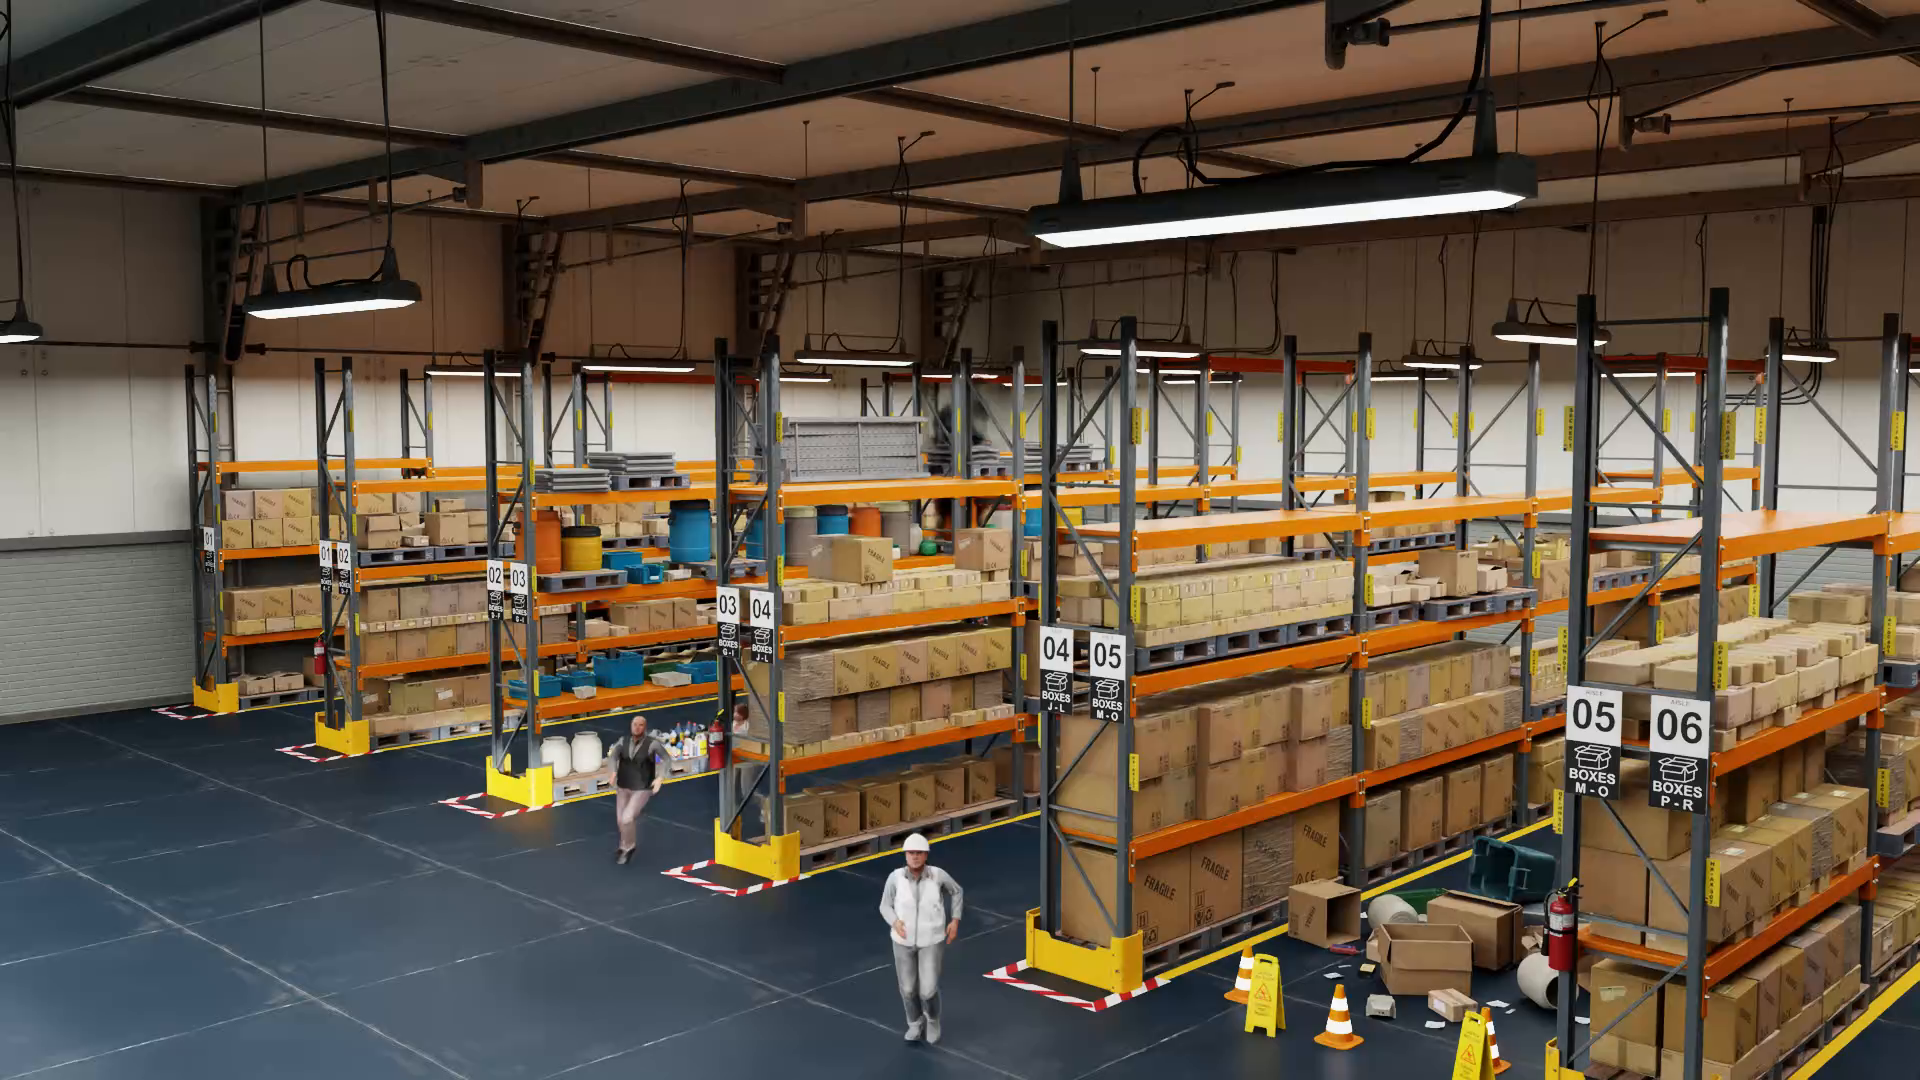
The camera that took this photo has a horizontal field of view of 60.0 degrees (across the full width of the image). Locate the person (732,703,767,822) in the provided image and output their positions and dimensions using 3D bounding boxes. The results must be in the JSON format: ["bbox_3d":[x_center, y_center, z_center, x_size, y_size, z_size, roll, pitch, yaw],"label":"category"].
[{"bbox_3d":[-2.669,2.794,20.546,0.553,1.594,0.767,3,6,38],"label":"person"}]

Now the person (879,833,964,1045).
[{"bbox_3d":[-0.322,3.263,13.495,0.676,1.767,0.652,0,4,4],"label":"person"}]

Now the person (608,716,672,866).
[{"bbox_3d":[-3.720,2.871,19.083,0.712,1.720,0.669,1,5,18],"label":"person"}]
